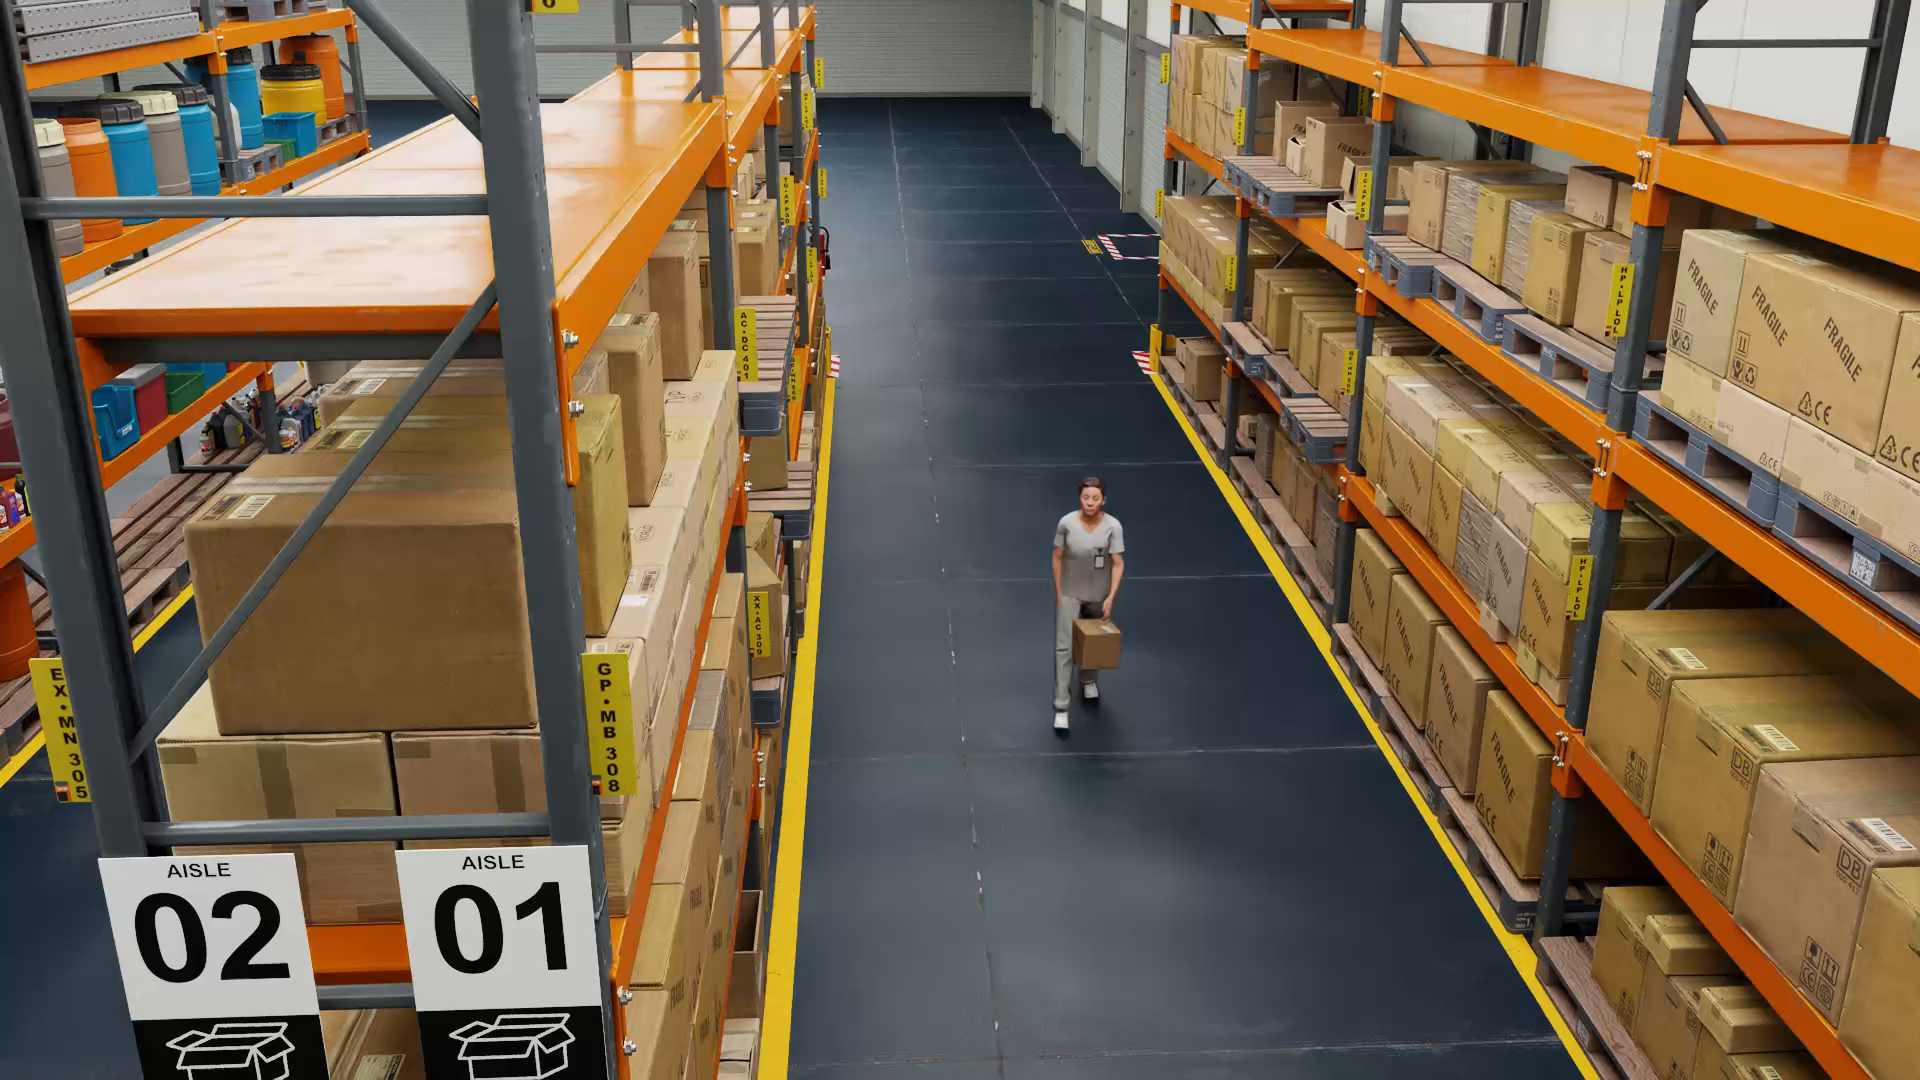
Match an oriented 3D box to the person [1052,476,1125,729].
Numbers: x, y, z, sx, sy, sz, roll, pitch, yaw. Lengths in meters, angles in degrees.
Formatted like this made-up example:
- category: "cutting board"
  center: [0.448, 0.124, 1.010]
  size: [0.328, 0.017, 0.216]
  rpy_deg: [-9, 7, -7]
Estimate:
- category: "person"
  center: [0.835, 0.381, 10.888]
  size: [0.472, 1.633, 0.896]
  rpy_deg: [1, 20, 2]
